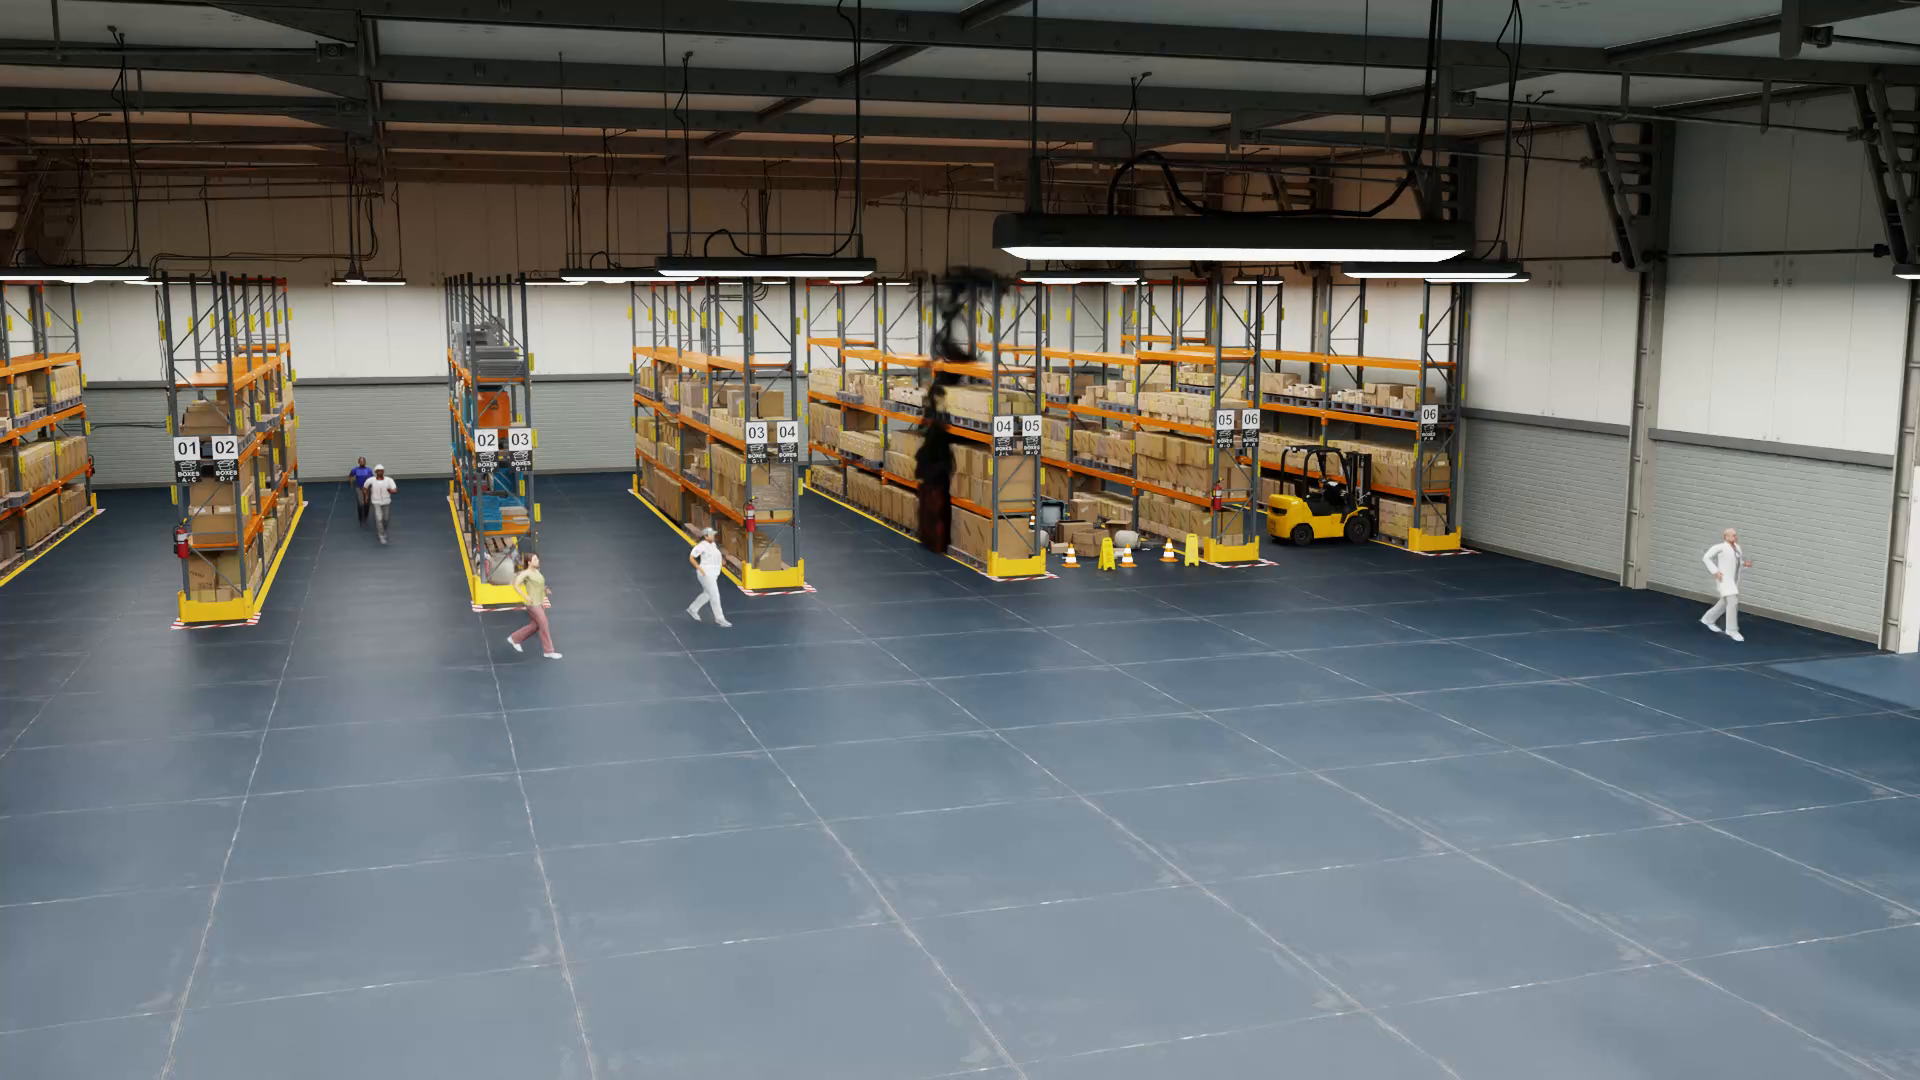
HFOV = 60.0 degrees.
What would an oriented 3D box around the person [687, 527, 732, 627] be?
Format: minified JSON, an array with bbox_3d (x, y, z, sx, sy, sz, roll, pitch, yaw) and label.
[{"bbox_3d":[-4.302,0.616,28.412,0.886,1.679,0.603,2,9,15],"label":"person"}]

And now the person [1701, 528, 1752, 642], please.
[{"bbox_3d":[12.649,0.712,27.453,0.694,1.825,0.875,-6,10,-34],"label":"person"}]

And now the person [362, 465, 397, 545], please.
[{"bbox_3d":[-13.056,-0.828,37.516,0.700,1.754,0.989,-5,10,-30],"label":"person"}]

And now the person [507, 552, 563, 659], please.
[{"bbox_3d":[-6.631,1.008,25.808,0.914,1.656,0.589,1,9,7],"label":"person"}]

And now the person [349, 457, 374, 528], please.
[{"bbox_3d":[-14.457,-1.156,40.264,0.545,1.720,0.768,-5,10,-28],"label":"person"}]
